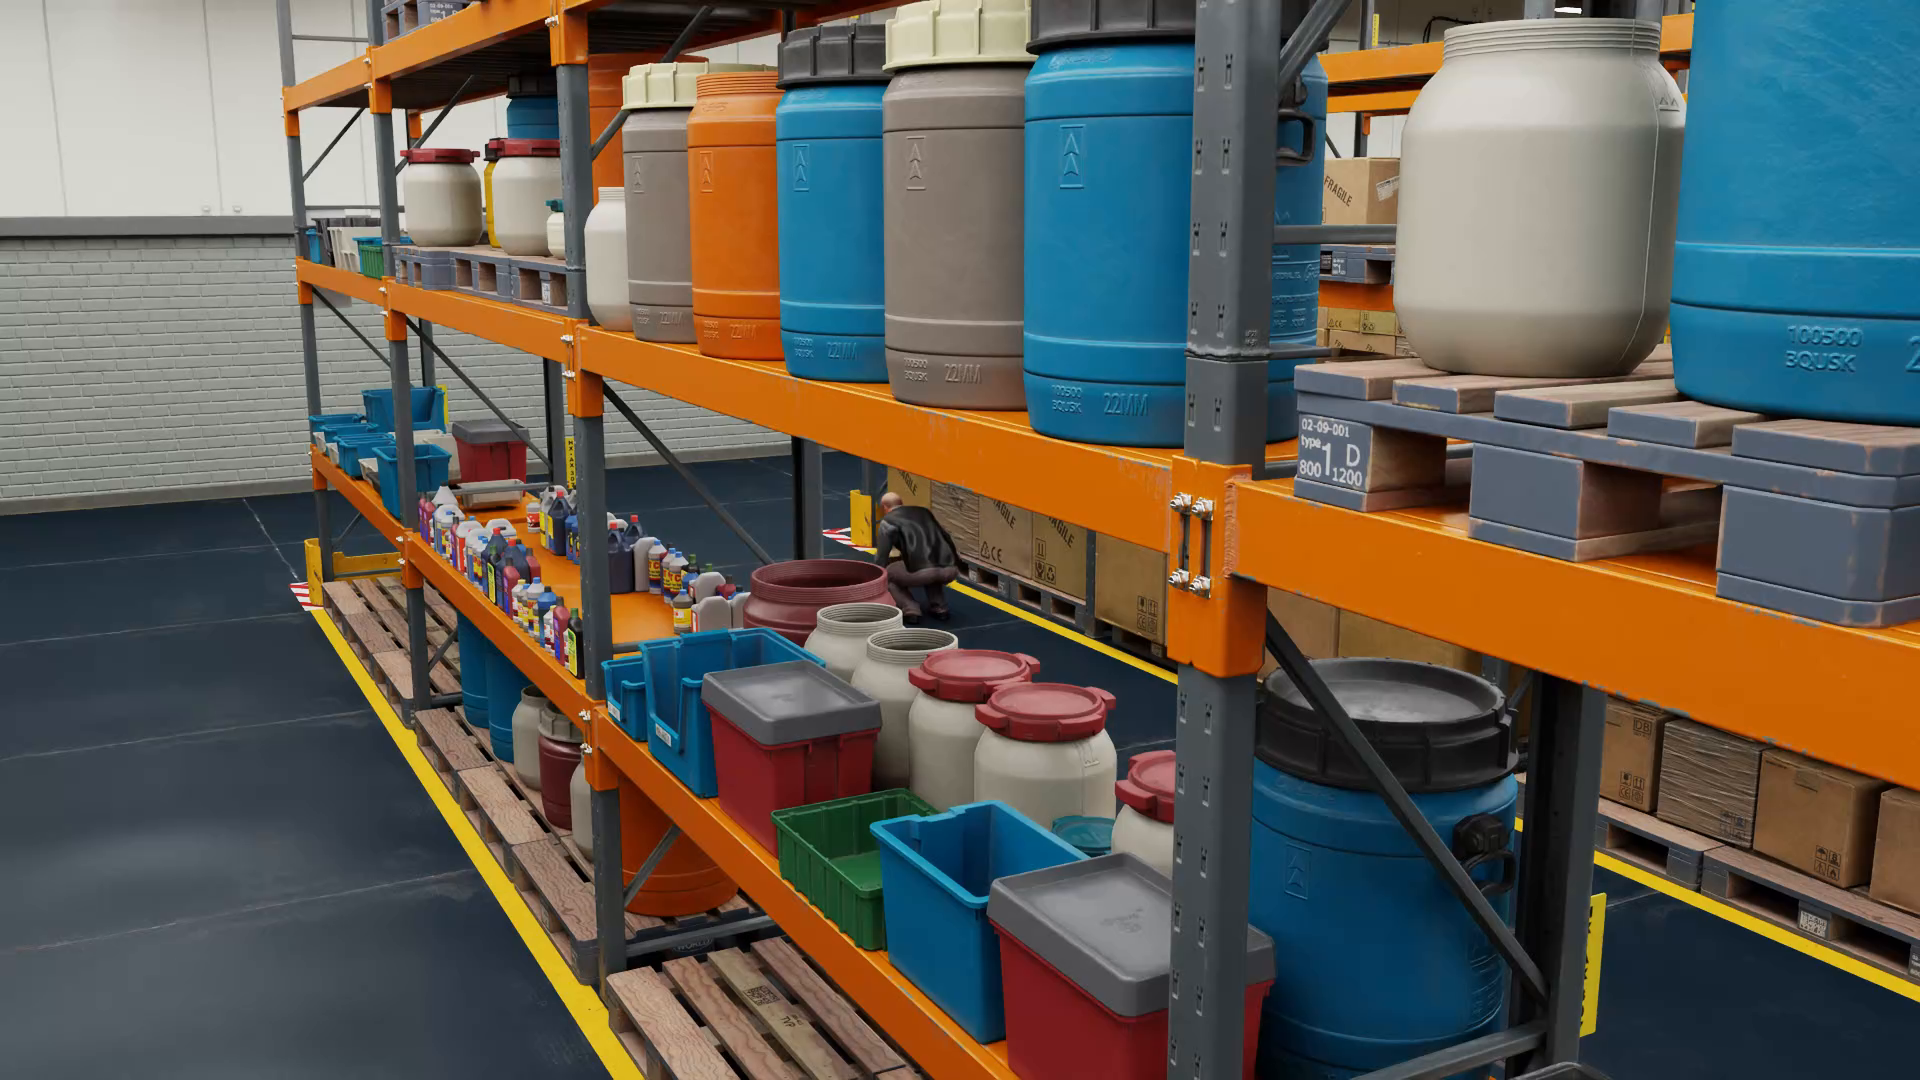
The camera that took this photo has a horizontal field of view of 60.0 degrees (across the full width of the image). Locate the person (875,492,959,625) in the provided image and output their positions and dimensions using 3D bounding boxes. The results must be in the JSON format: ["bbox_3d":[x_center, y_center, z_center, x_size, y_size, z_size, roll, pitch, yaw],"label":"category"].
[{"bbox_3d":[-0.377,0.137,13.249,0.519,0.972,0.857,-7,13,-29],"label":"person"}]
